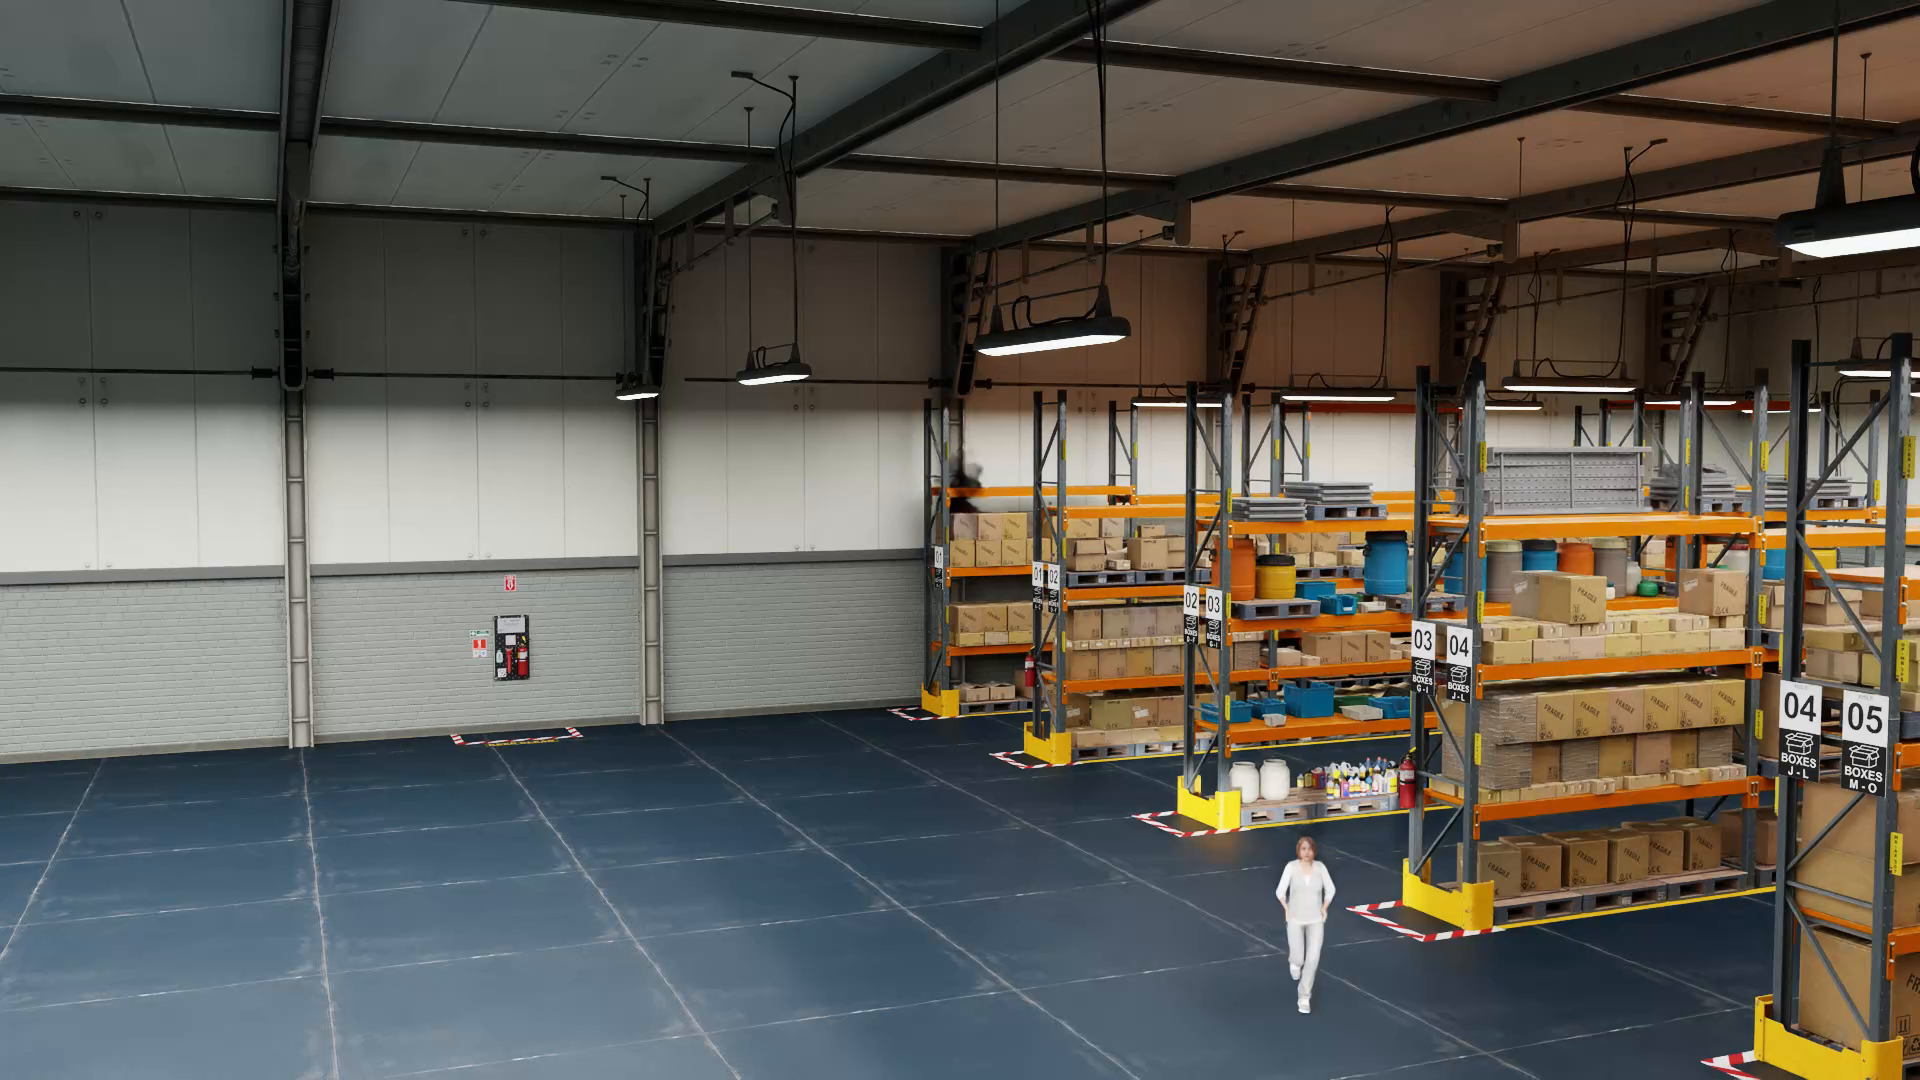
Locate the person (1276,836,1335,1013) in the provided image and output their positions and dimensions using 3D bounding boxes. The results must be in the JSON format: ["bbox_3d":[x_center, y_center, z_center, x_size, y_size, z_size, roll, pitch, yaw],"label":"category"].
[{"bbox_3d":[3.175,3.489,15.270,0.536,1.565,0.651,0,3,7],"label":"person"}]
